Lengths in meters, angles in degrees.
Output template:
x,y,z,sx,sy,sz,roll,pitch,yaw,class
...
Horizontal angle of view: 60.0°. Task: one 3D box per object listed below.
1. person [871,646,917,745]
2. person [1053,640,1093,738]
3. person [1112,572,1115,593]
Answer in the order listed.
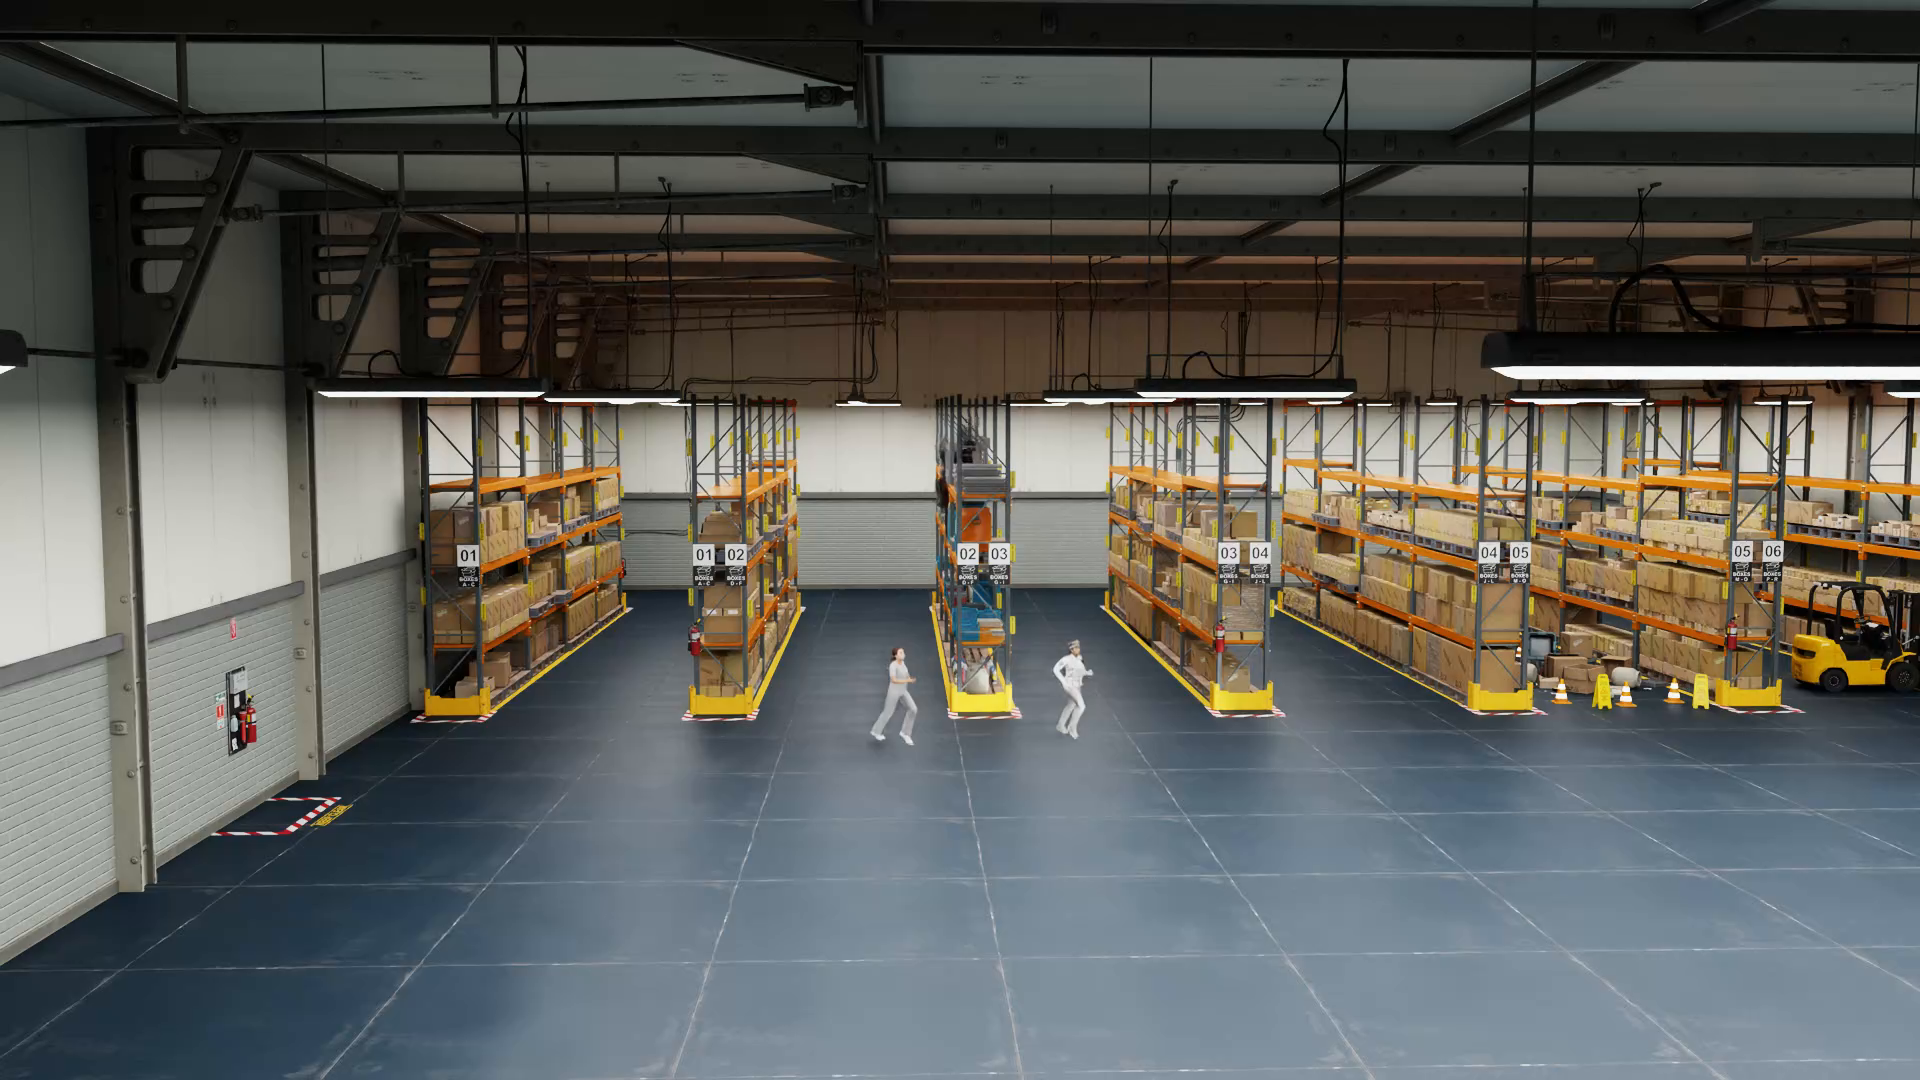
x,y,z,sx,sy,sz,roll,pitch,yaw,class
-1.095,2.652,28.465,0.880,1.698,0.572,3,5,33,person
2.000,2.608,29.108,0.697,1.734,0.579,3,6,36,person
4.650,0.997,48.940,0.705,1.814,0.650,2,5,24,person
